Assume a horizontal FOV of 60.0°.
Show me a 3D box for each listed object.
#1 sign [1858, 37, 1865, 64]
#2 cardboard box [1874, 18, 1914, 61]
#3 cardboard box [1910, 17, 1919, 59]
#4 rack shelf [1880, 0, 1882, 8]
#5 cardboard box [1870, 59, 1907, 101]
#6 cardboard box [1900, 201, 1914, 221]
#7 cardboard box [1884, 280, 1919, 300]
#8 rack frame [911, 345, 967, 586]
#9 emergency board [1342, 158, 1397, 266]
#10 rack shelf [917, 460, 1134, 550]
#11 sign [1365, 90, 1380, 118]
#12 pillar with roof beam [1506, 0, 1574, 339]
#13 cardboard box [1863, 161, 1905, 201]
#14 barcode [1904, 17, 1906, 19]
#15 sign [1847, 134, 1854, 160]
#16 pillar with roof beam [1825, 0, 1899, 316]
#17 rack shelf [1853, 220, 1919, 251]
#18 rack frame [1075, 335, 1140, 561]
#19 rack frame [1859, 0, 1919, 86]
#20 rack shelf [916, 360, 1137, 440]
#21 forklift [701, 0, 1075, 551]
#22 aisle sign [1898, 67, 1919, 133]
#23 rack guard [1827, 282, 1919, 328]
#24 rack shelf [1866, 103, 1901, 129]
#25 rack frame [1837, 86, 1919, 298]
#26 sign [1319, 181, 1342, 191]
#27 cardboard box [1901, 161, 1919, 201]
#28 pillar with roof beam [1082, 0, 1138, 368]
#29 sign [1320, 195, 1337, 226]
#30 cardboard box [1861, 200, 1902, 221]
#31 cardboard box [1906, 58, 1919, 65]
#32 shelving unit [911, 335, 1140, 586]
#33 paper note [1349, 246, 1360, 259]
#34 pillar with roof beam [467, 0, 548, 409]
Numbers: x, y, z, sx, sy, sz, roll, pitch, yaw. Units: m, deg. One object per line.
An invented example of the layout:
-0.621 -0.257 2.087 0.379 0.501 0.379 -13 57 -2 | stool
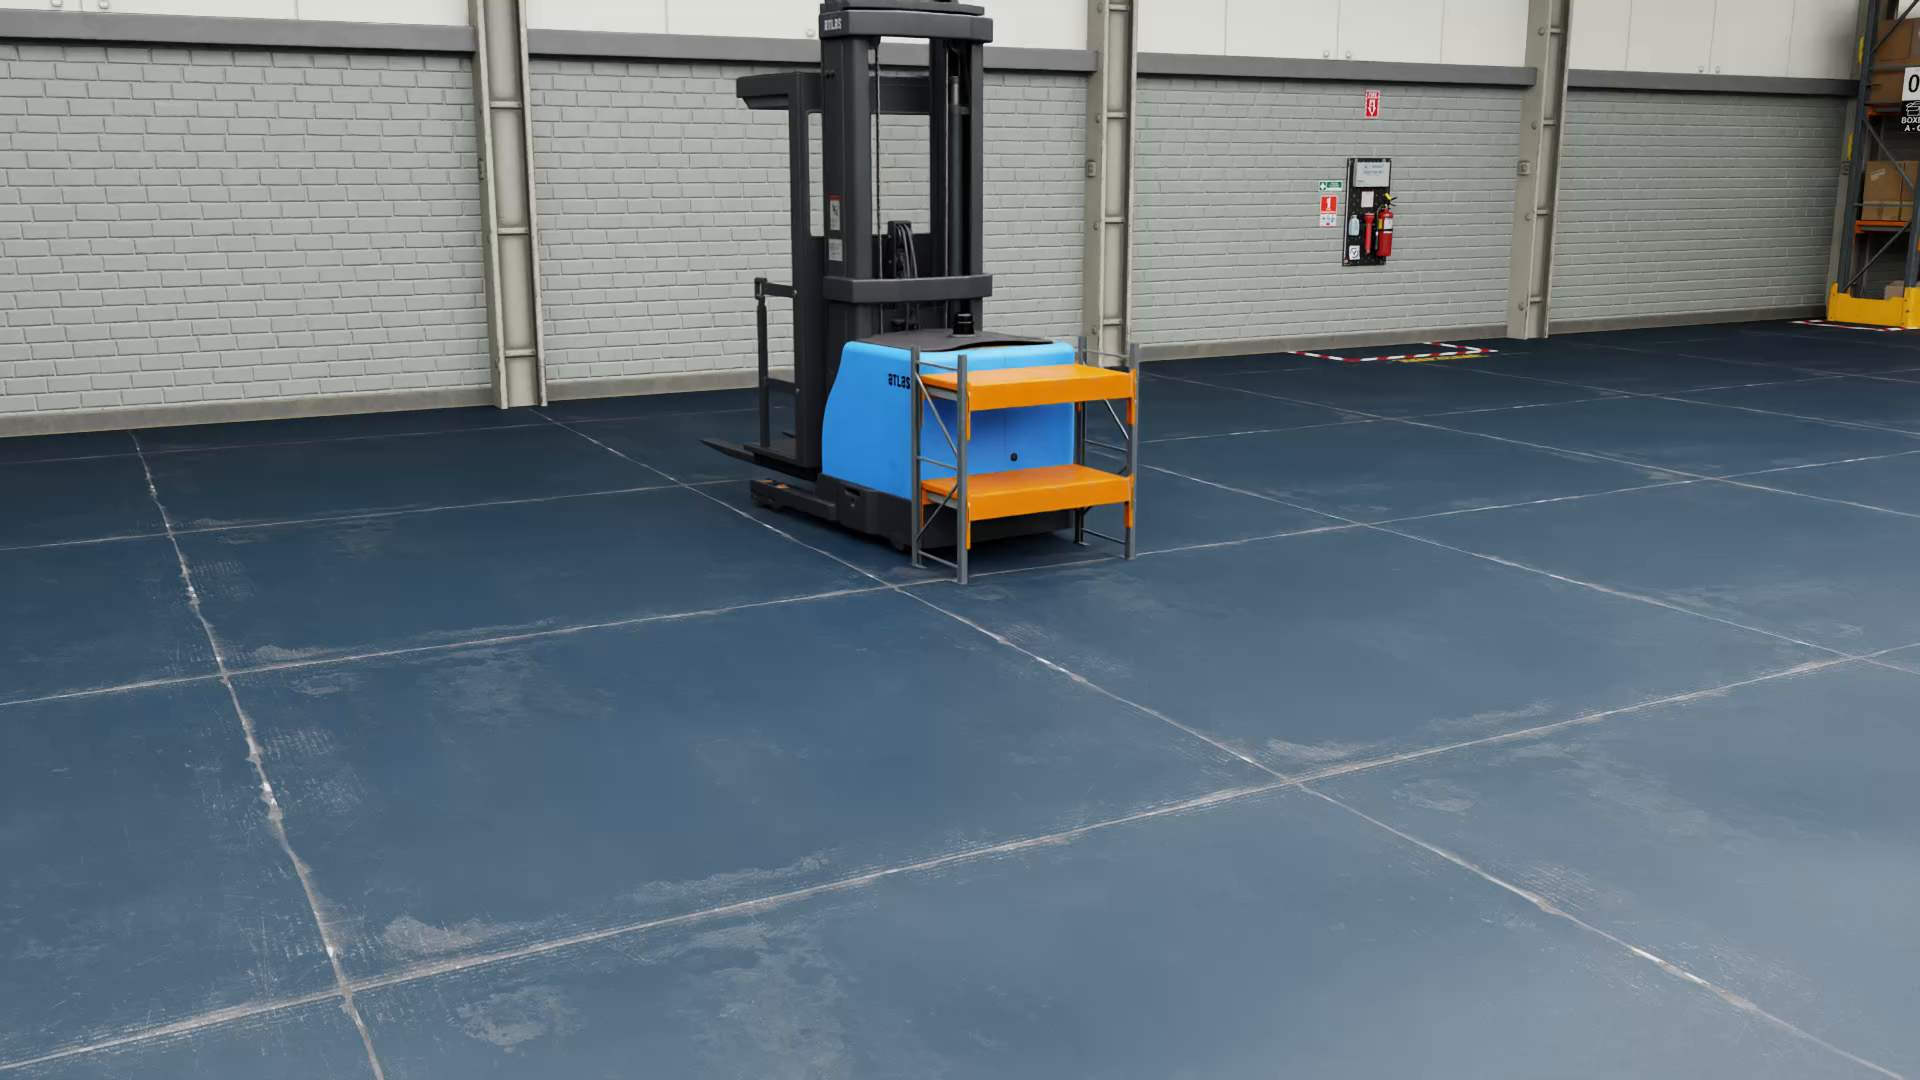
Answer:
11.581 -6.278 21.325 0.005 0.325 0.100 -7 14 -28 | sign
12.083 -6.379 21.240 0.500 0.500 0.500 -6 14 -25 | cardboard box
12.284 -6.277 20.787 0.500 0.500 0.500 -8 15 -32 | cardboard box
13.585 -7.058 21.623 4.000 0.370 1.077 -7 14 -28 | rack shelf
12.074 -5.888 21.336 0.500 0.500 0.500 -6 14 -24 | cardboard box
12.410 -4.200 21.238 0.500 0.250 0.500 -7 15 -29 | cardboard box
12.480 -3.232 21.760 0.500 0.311 0.500 -9 15 -34 | cardboard box
-0.106 -0.374 8.207 0.032 1.125 0.500 -8 15 -30 | rack frame
4.576 -3.630 18.408 0.643 1.169 0.194 -7 14 -28 | emergency board
0.330 -0.192 8.516 1.000 0.278 0.538 -8 15 -30 | rack shelf
4.521 -4.779 18.235 0.199 0.298 0.001 -7 14 -28 | sign
8.826 -5.980 15.185 0.400 9.000 9.100 -7 14 -28 | pillar with roof beam
12.141 -4.667 21.601 0.500 0.500 0.500 -7 14 -28 | cardboard box
12.213 -6.737 21.511 0.075 0.075 0.001 -7 14 -28 | barcode
11.581 -5.102 21.590 0.005 0.325 0.100 -7 14 -28 | sign
14.092 -6.611 17.990 0.400 9.000 9.100 -7 14 -28 | pillar with roof beam
13.585 -4.133 22.281 4.000 0.370 1.077 -7 14 -28 | rack shelf
0.766 -0.488 8.718 0.032 1.125 0.500 -8 15 -30 | rack frame
11.829 -7.200 20.608 0.127 3.000 1.000 -7 14 -28 | rack frame
0.330 -0.717 8.398 1.000 0.278 0.538 -8 15 -30 | rack shelf
-0.605 -1.646 9.749 1.130 2.935 3.031 -8 15 -33 | forklift
11.910 -5.477 20.691 0.004 0.787 0.394 -7 14 -28 | aisle sign
11.896 -3.062 21.577 0.348 0.500 1.175 -7 14 -28 | rack guard
13.585 -5.596 21.952 4.000 0.370 1.077 -7 14 -28 | rack shelf
11.829 -4.274 21.267 0.127 3.000 1.000 -7 14 -28 | rack frame
4.049 -3.867 18.170 0.331 0.109 0.001 -7 14 -28 | sign
12.392 -4.568 21.165 0.500 0.500 0.500 -7 14 -28 | cardboard box
3.559 -5.349 12.380 0.400 9.000 9.100 -7 14 -28 | pillar with roof beam
4.041 -3.609 18.234 0.234 0.329 0.001 -7 14 -28 | sign
12.147 -4.297 21.666 0.500 0.250 0.500 -7 14 -27 | cardboard box
12.243 -5.783 20.867 0.500 0.500 0.500 -6 14 -26 | cardboard box
0.330 -0.431 8.462 1.048 1.125 0.538 -8 15 -30 | shelving unit
4.387 -3.195 18.481 0.142 0.148 0.016 -7 14 -28 | paper note
-1.707 -4.718 9.576 0.400 9.000 9.100 -7 14 -28 | pillar with roof beam
